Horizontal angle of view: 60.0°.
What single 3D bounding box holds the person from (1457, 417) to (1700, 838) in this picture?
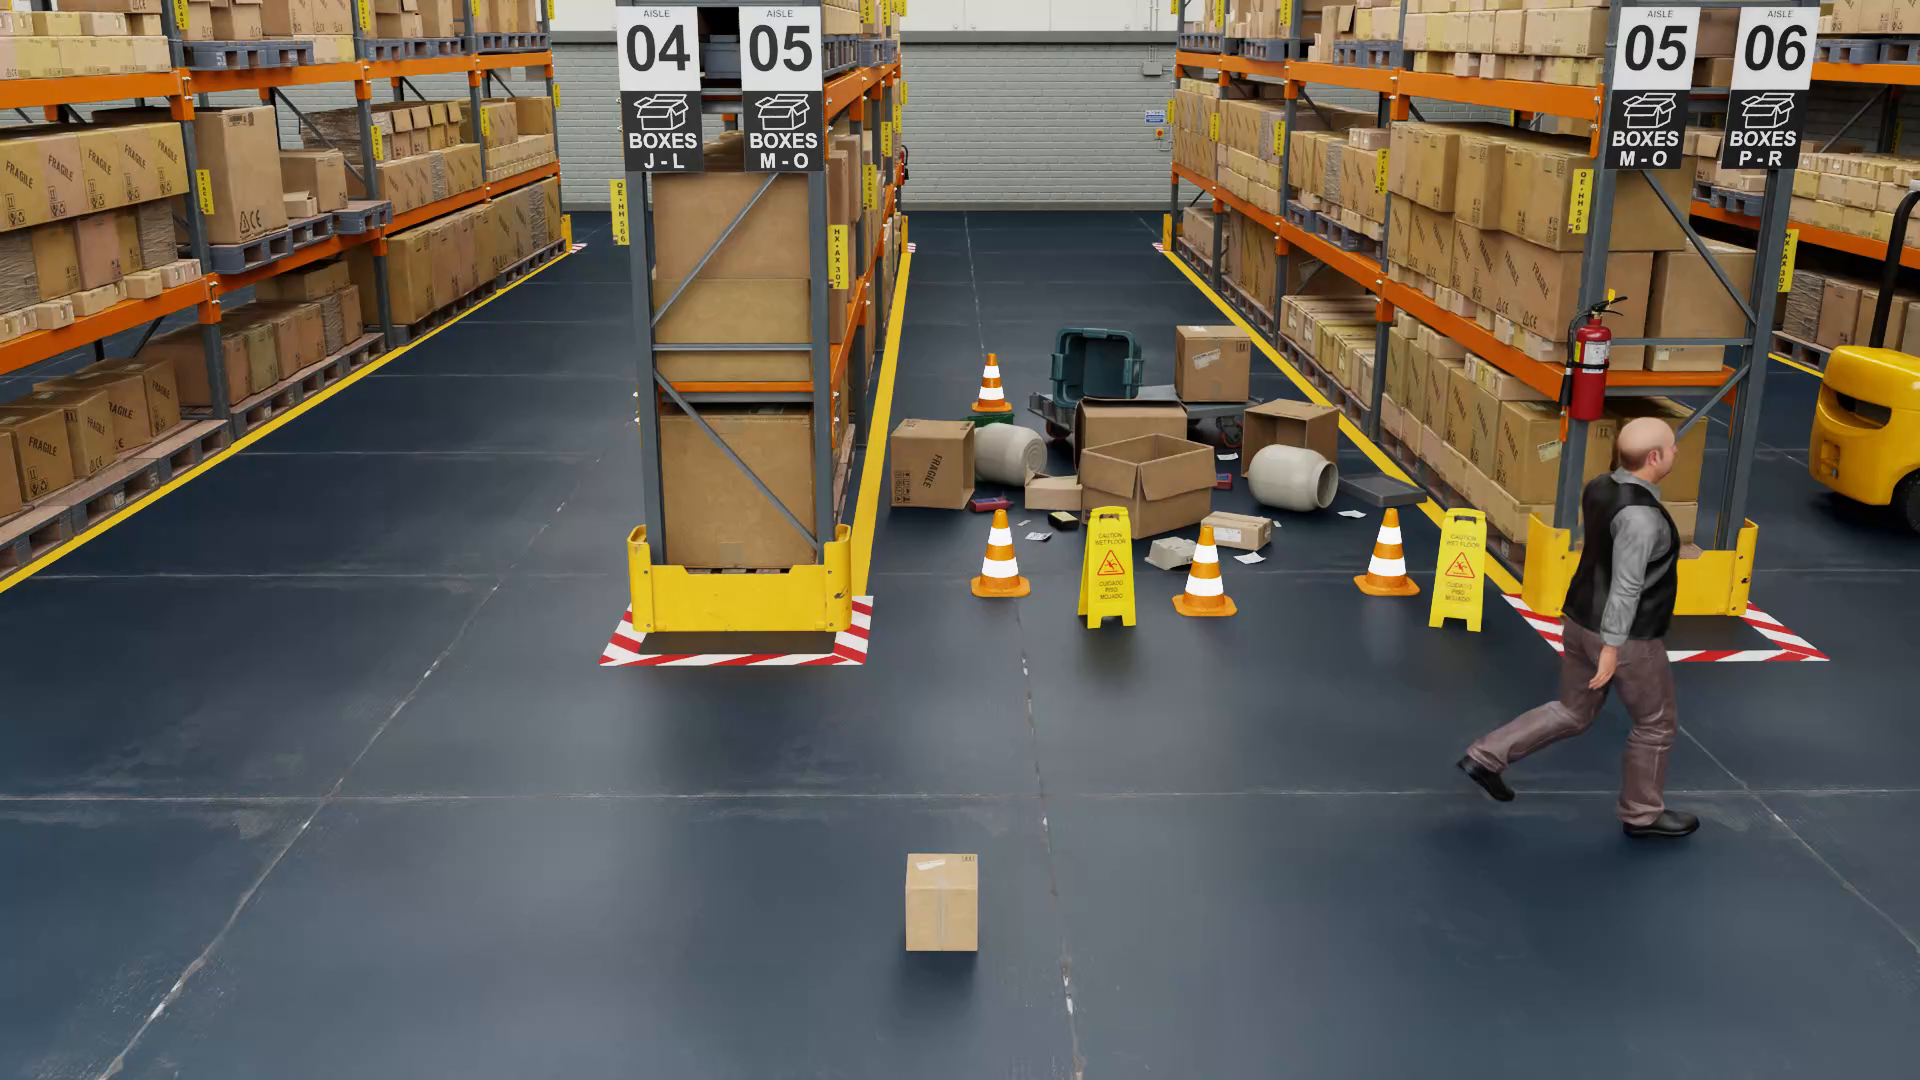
[{"bbox_3d":[2.477,0.343,6.463,0.926,1.687,0.548,-1,17,-3],"label":"person"}]
